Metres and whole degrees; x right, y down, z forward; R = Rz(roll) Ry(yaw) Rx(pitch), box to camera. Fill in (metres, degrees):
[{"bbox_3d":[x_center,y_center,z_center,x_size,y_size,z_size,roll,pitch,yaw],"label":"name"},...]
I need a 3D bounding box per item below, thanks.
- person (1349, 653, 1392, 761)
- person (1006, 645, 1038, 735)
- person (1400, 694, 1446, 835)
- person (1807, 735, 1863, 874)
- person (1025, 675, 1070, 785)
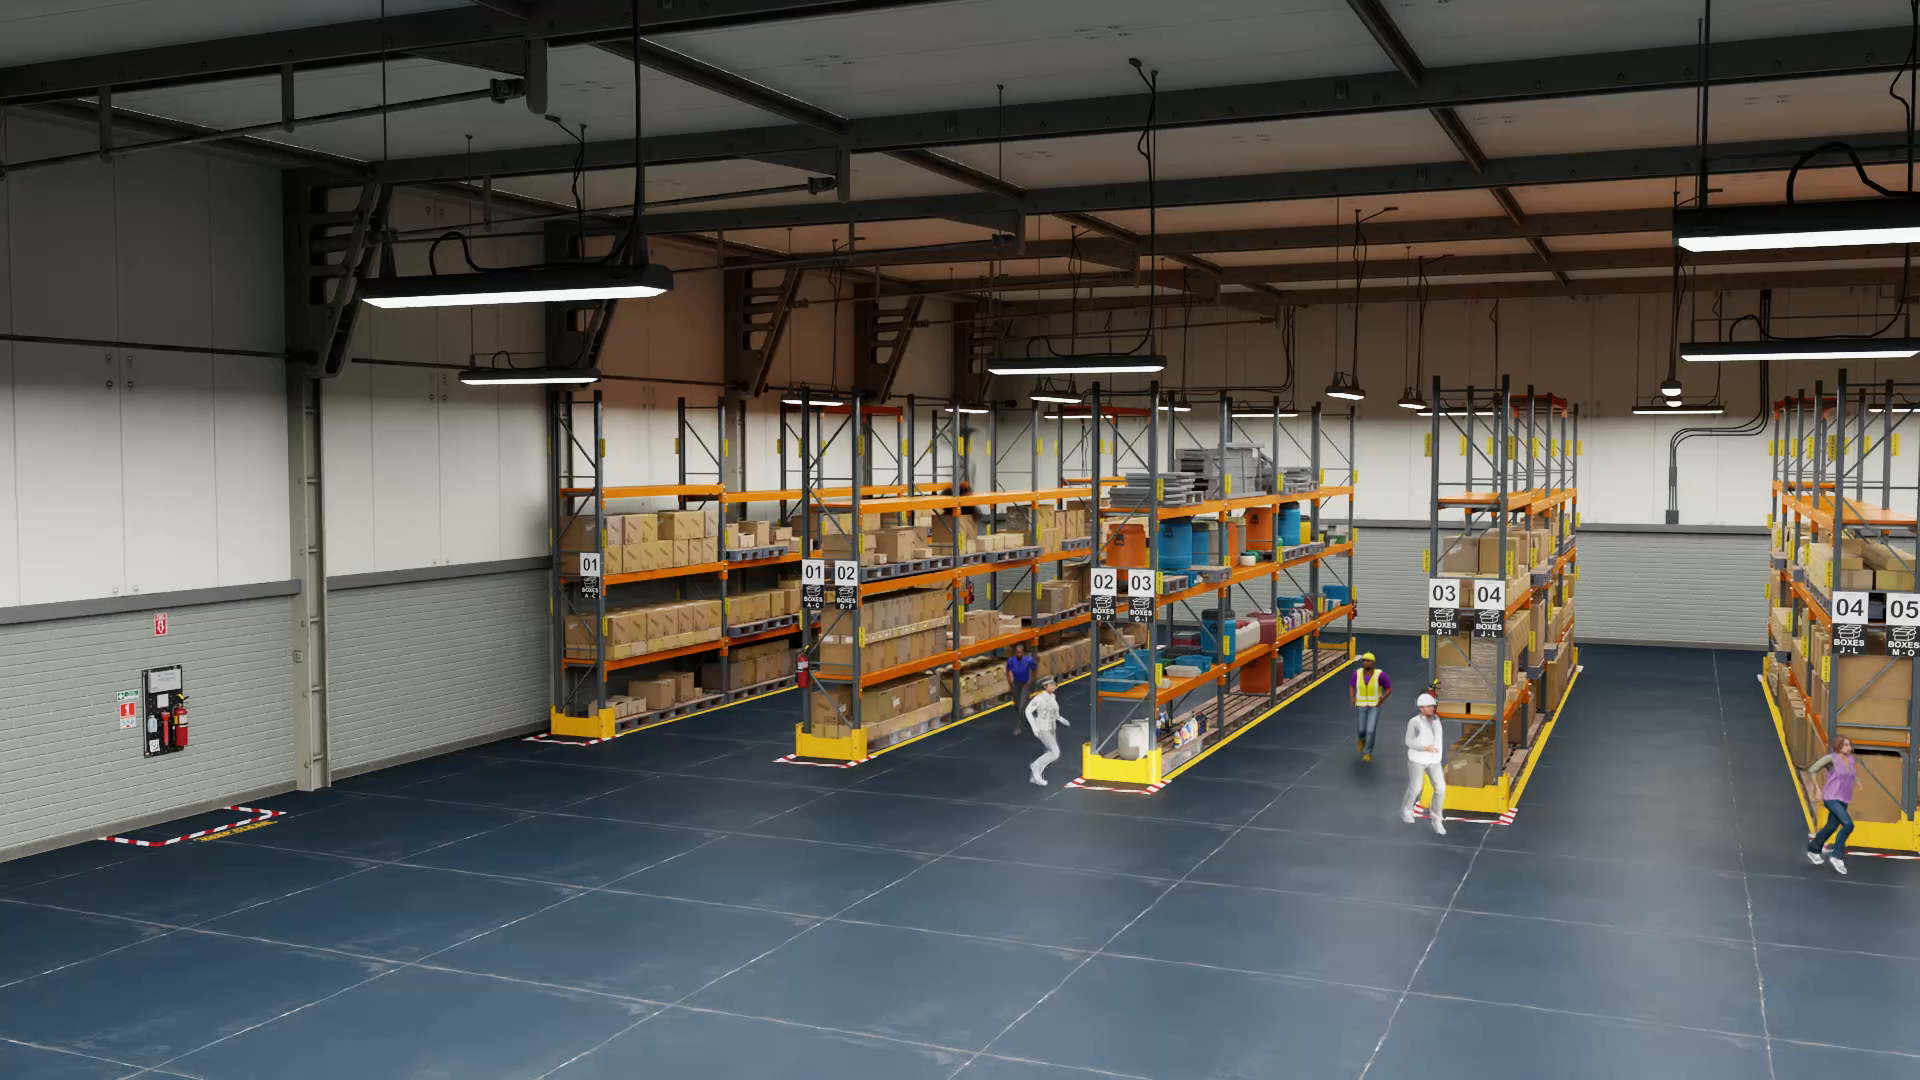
[{"bbox_3d":[6.580,2.670,26.698,0.690,1.734,0.604,1,3,23],"label":"person"},{"bbox_3d":[1.102,2.624,29.331,0.575,1.595,0.846,0,3,7],"label":"person"},{"bbox_3d":[6.071,2.921,21.752,0.646,1.834,0.820,-1,3,-16],"label":"person"},{"bbox_3d":[10.414,3.102,19.743,0.525,1.586,0.666,-1,3,-21],"label":"person"},{"bbox_3d":[1.309,2.814,24.621,0.637,1.649,0.598,2,4,32],"label":"person"}]
